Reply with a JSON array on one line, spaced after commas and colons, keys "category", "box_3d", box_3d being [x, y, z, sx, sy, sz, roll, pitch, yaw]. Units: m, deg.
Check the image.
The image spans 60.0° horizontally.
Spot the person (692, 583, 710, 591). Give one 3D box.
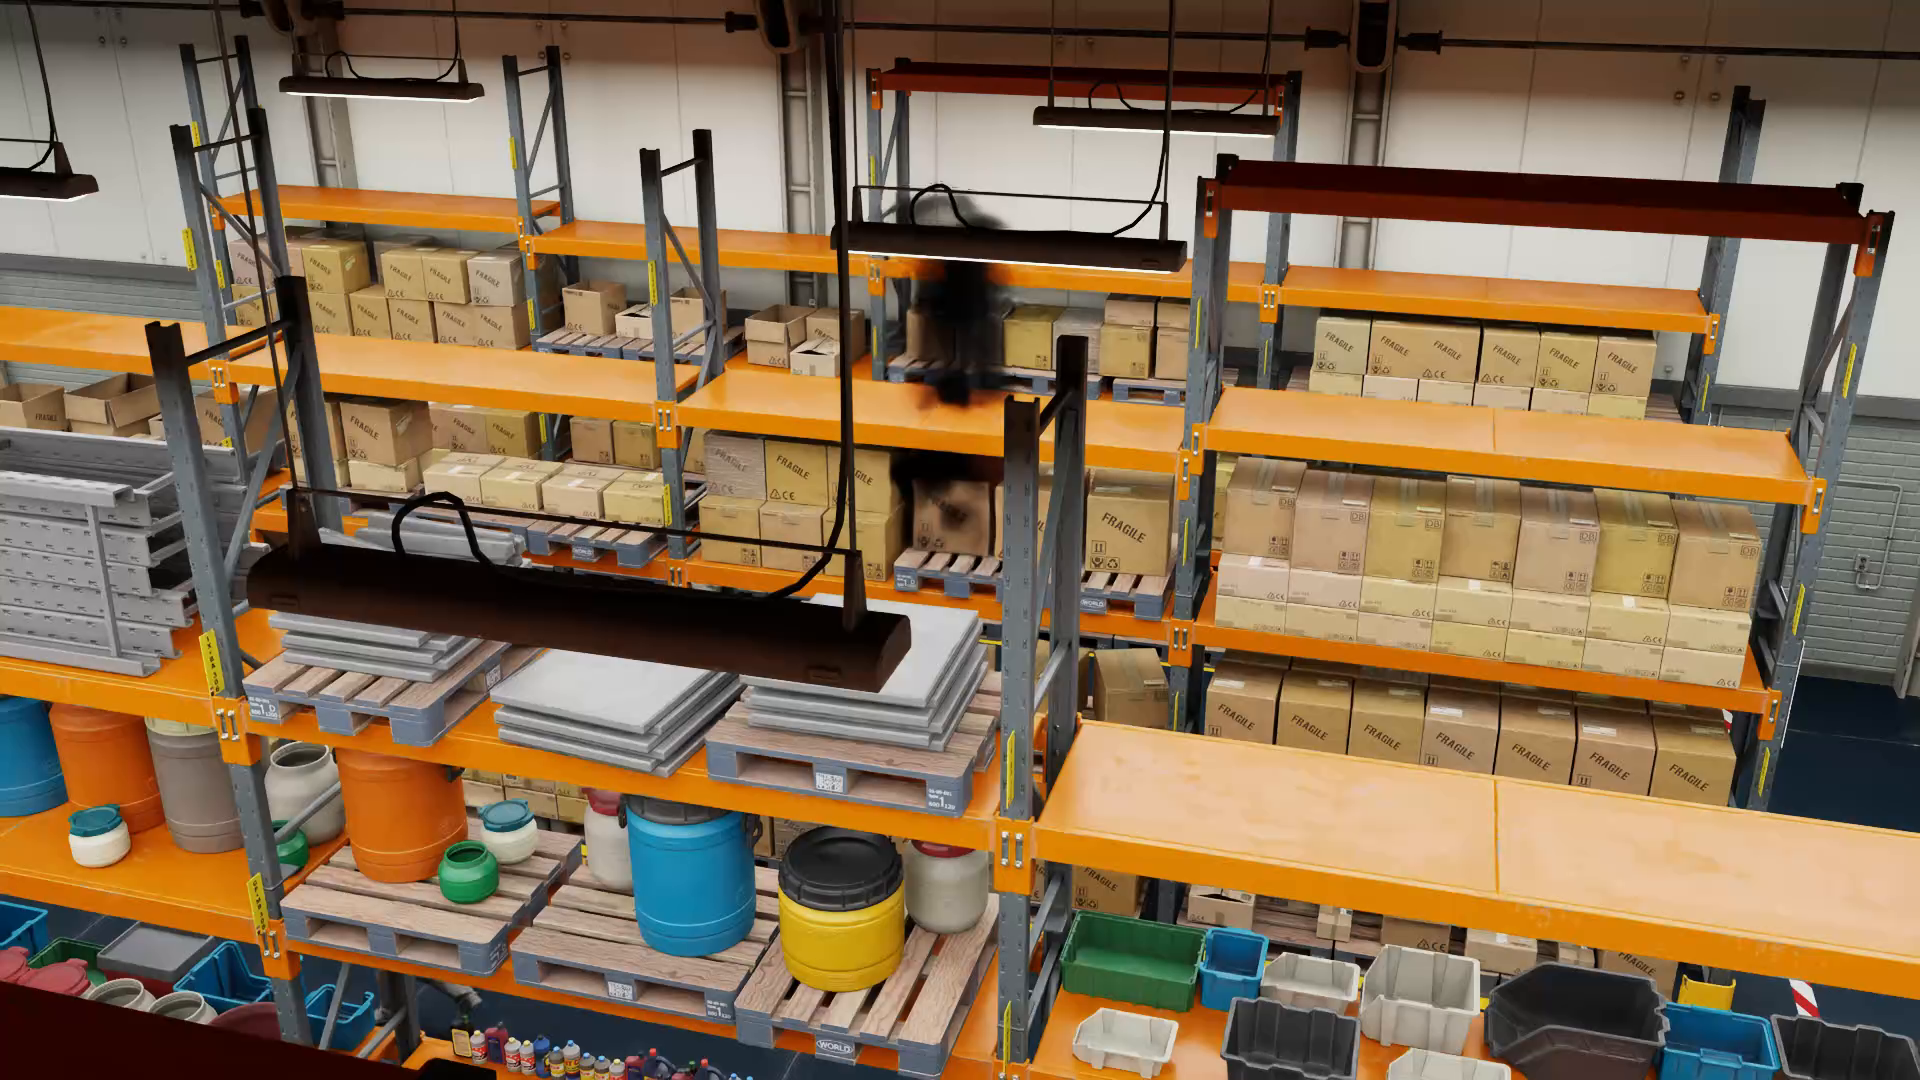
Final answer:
[{"category": "person", "box_3d": [-2.526, 1.160, 15.840, 0.633, 1.641, 0.592, 6, 23, 15]}]

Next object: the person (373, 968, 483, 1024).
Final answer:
[{"category": "person", "box_3d": [-3.920, 2.776, 11.811, 0.971, 1.768, 0.682, 6, 23, 14]}]
